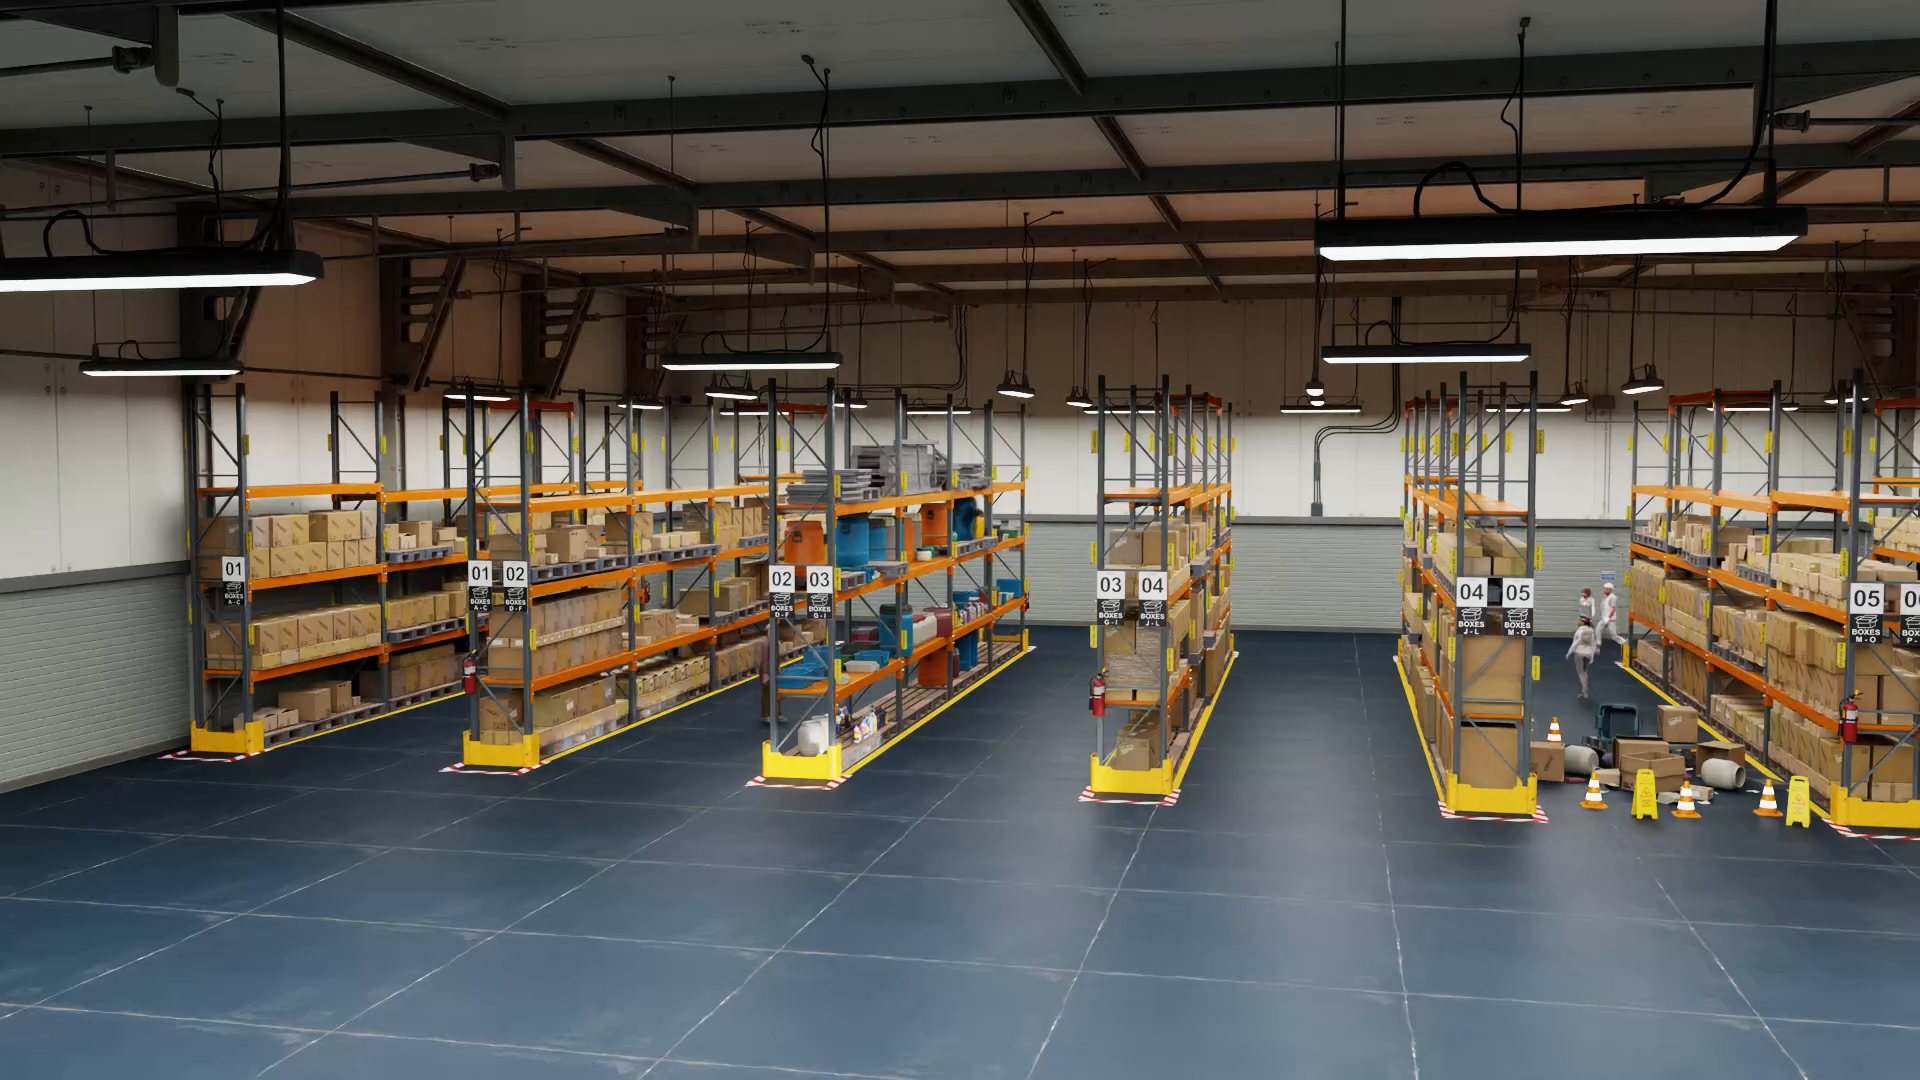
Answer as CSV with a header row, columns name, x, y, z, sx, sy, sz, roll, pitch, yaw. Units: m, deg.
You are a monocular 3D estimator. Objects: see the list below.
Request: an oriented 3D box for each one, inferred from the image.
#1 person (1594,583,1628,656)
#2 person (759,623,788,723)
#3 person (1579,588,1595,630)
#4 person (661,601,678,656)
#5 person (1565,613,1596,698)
name,x,y,z,sx,sy,sz,roll,pitch,yaw
person,15.379,1.879,39.346,1.030,1.745,0.612,0,3,6
person,-3.390,2.409,29.969,0.456,1.769,0.616,1,3,15
person,15.100,1.925,40.052,0.375,1.533,0.918,1,4,23
person,-6.458,2.140,37.029,0.470,1.545,0.565,-1,3,-18
person,12.226,2.291,32.699,0.561,1.724,0.635,0,3,-3
